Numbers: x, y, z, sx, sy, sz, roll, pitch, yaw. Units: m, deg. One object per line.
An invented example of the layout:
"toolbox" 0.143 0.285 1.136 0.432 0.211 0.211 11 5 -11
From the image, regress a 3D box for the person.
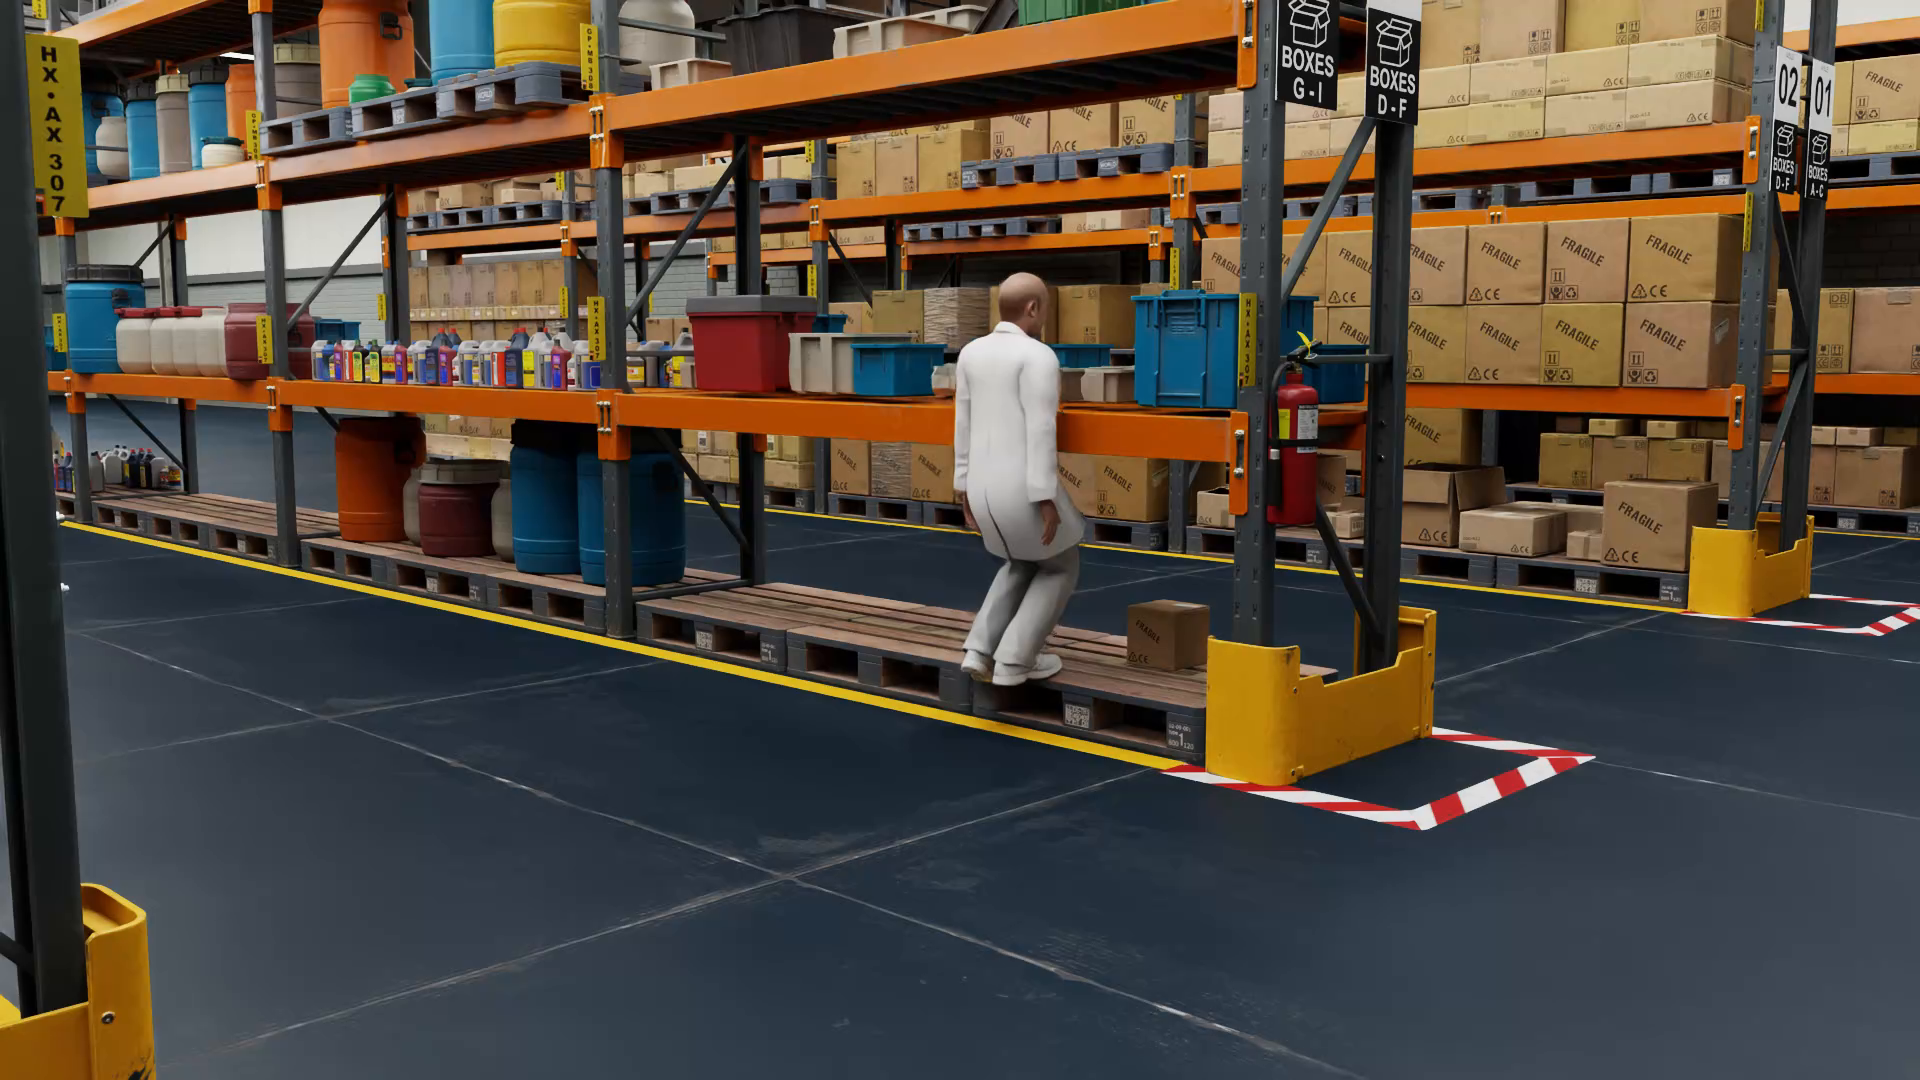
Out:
"person" 0.268 -0.212 6.701 0.459 1.708 0.618 -6 9 -41
